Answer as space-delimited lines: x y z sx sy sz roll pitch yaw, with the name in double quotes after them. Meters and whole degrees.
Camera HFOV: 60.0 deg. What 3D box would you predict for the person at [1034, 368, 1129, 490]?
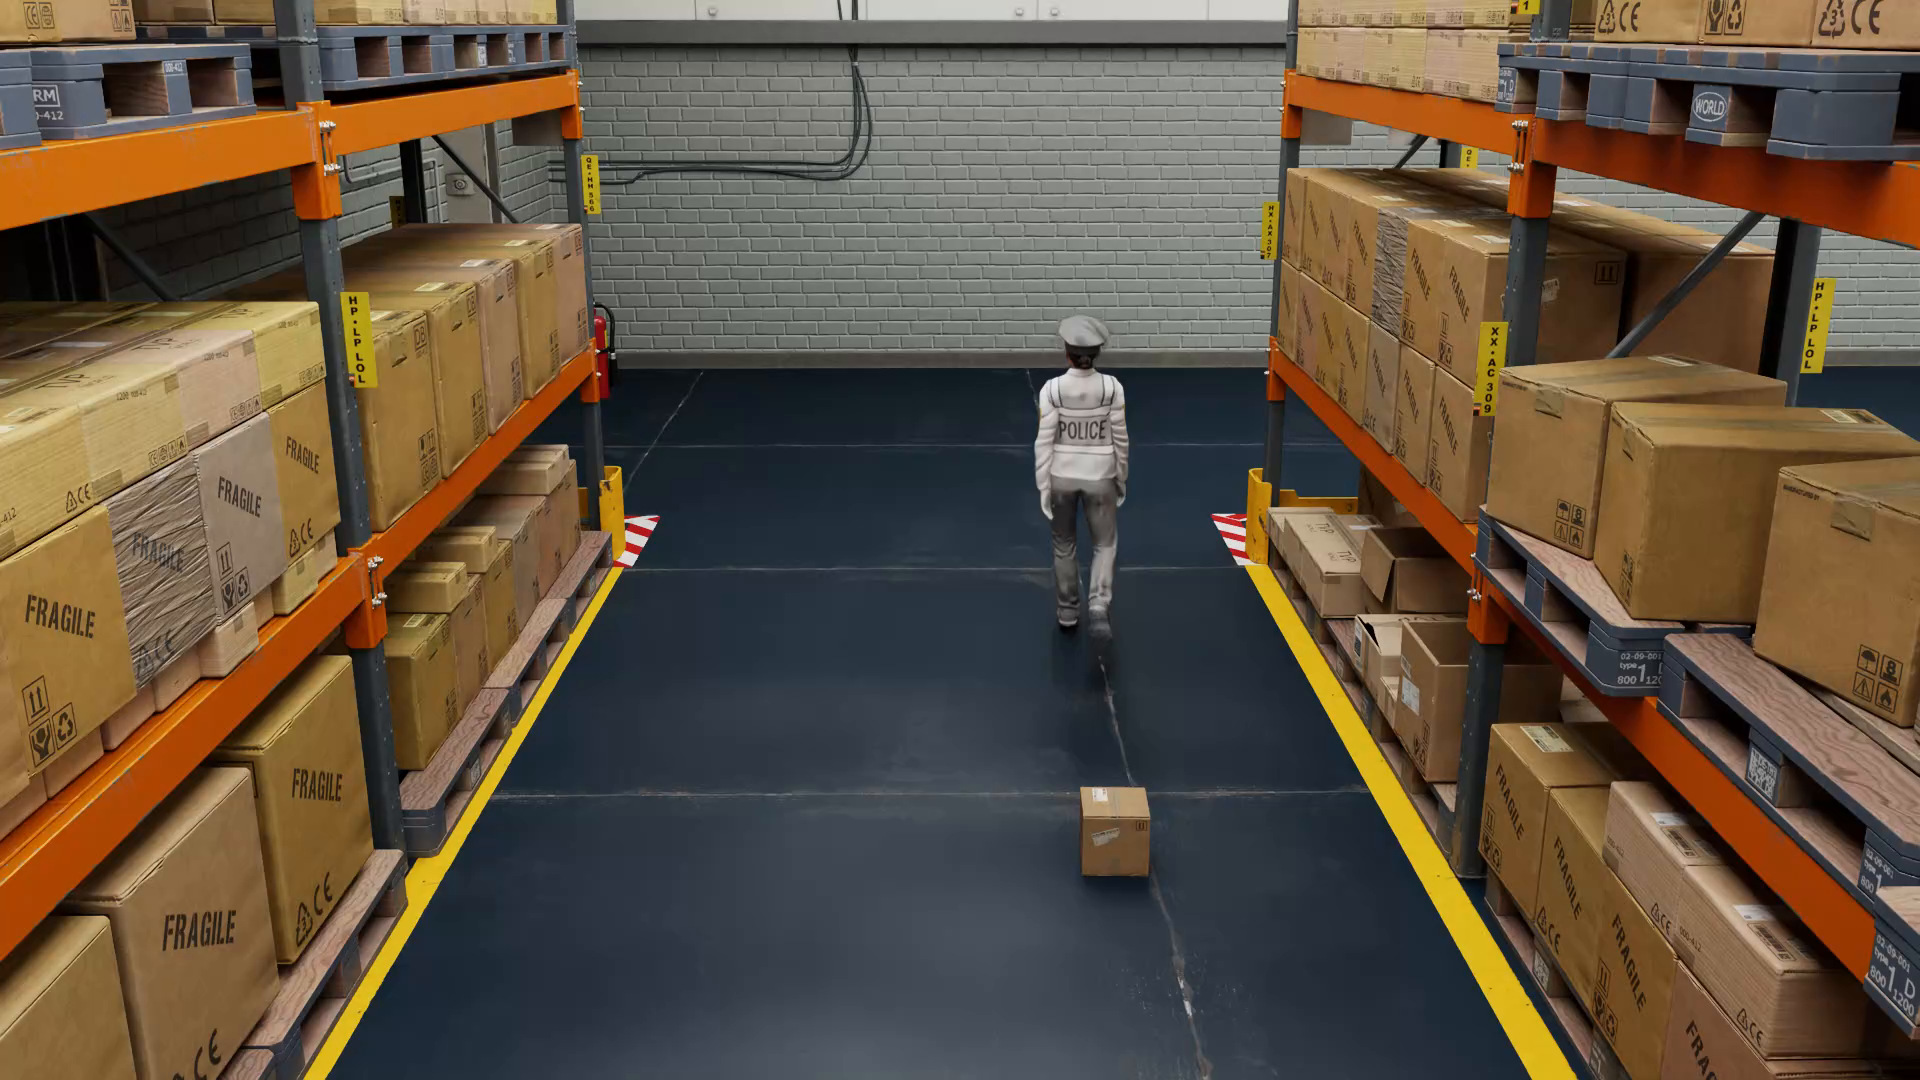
0.615 -0.570 8.363 0.477 0.620 0.304 1 17 4 "person"
